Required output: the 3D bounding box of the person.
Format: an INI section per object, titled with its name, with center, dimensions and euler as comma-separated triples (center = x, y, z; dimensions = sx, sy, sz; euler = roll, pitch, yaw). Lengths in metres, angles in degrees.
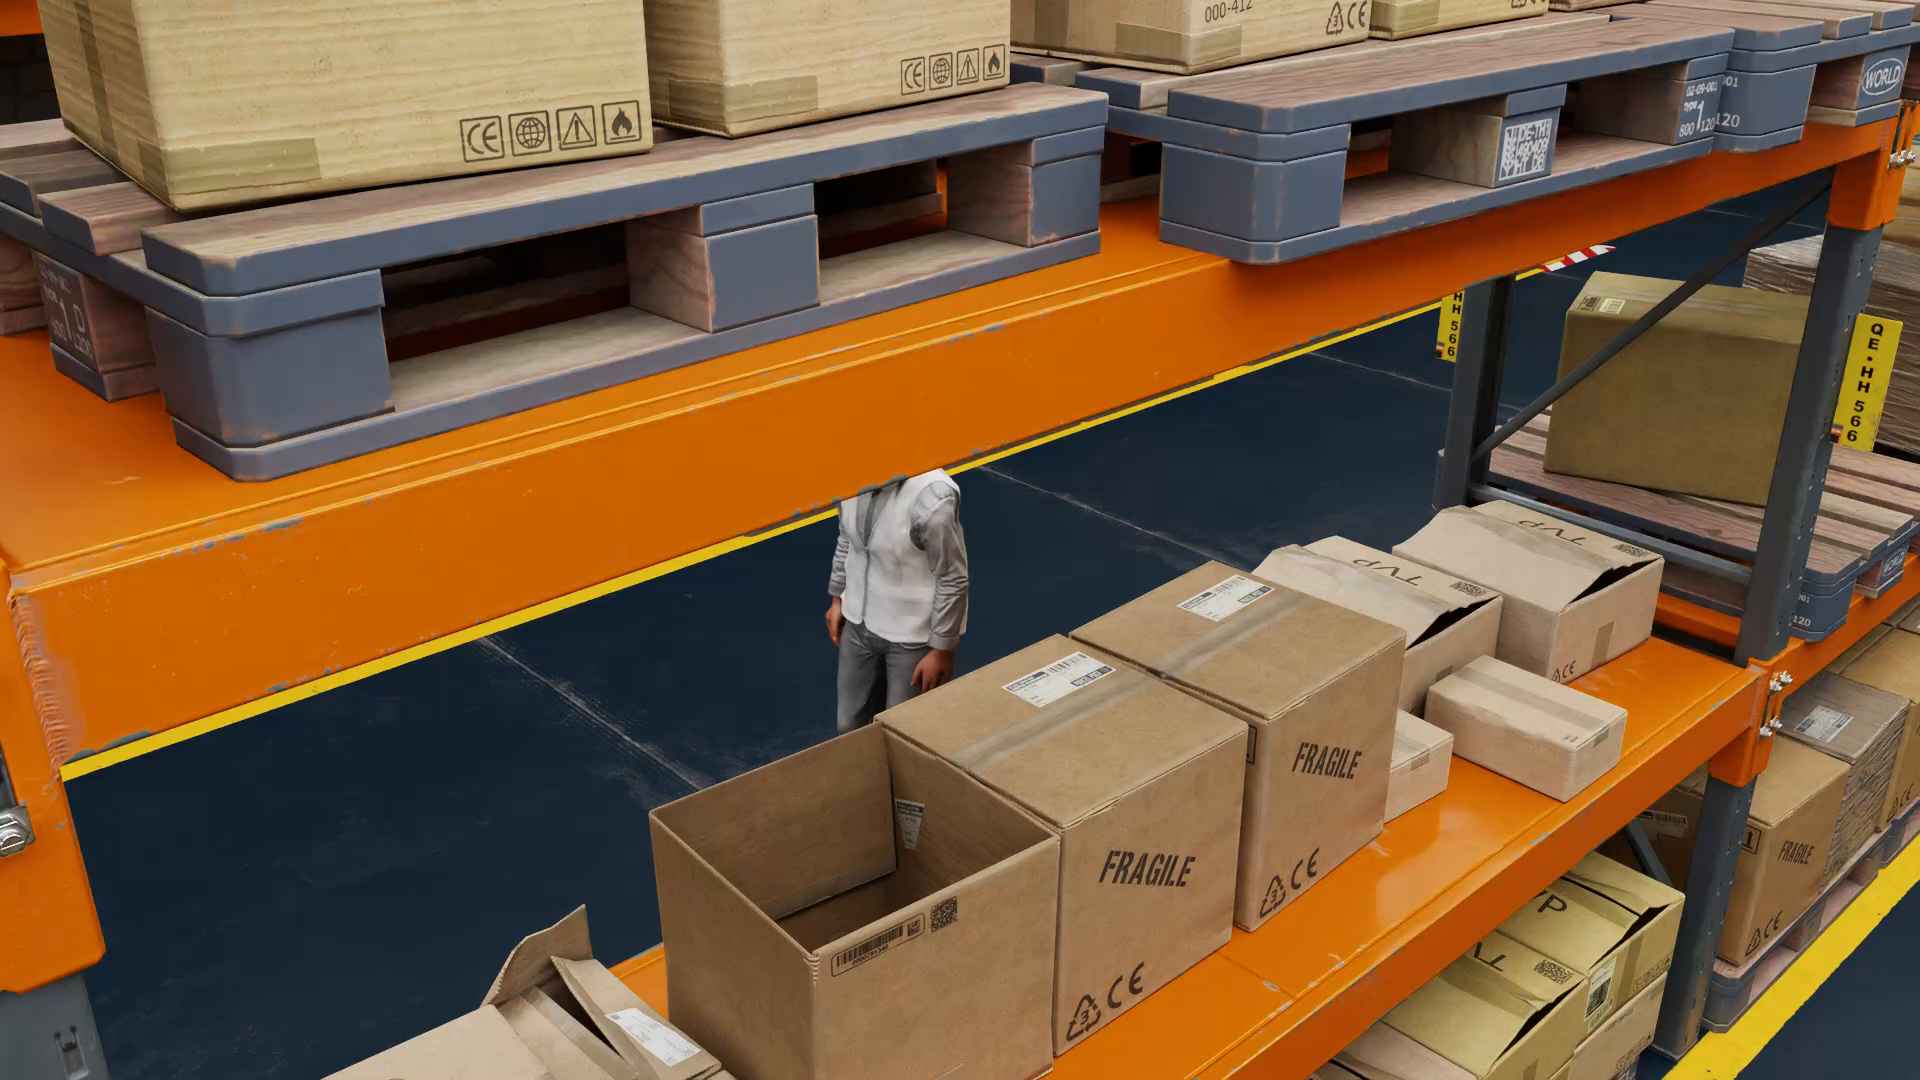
[person]
center = -0.221, 0.286, 5.437
dimensions = 0.465, 1.767, 0.579
euler = -21, 32, -39
